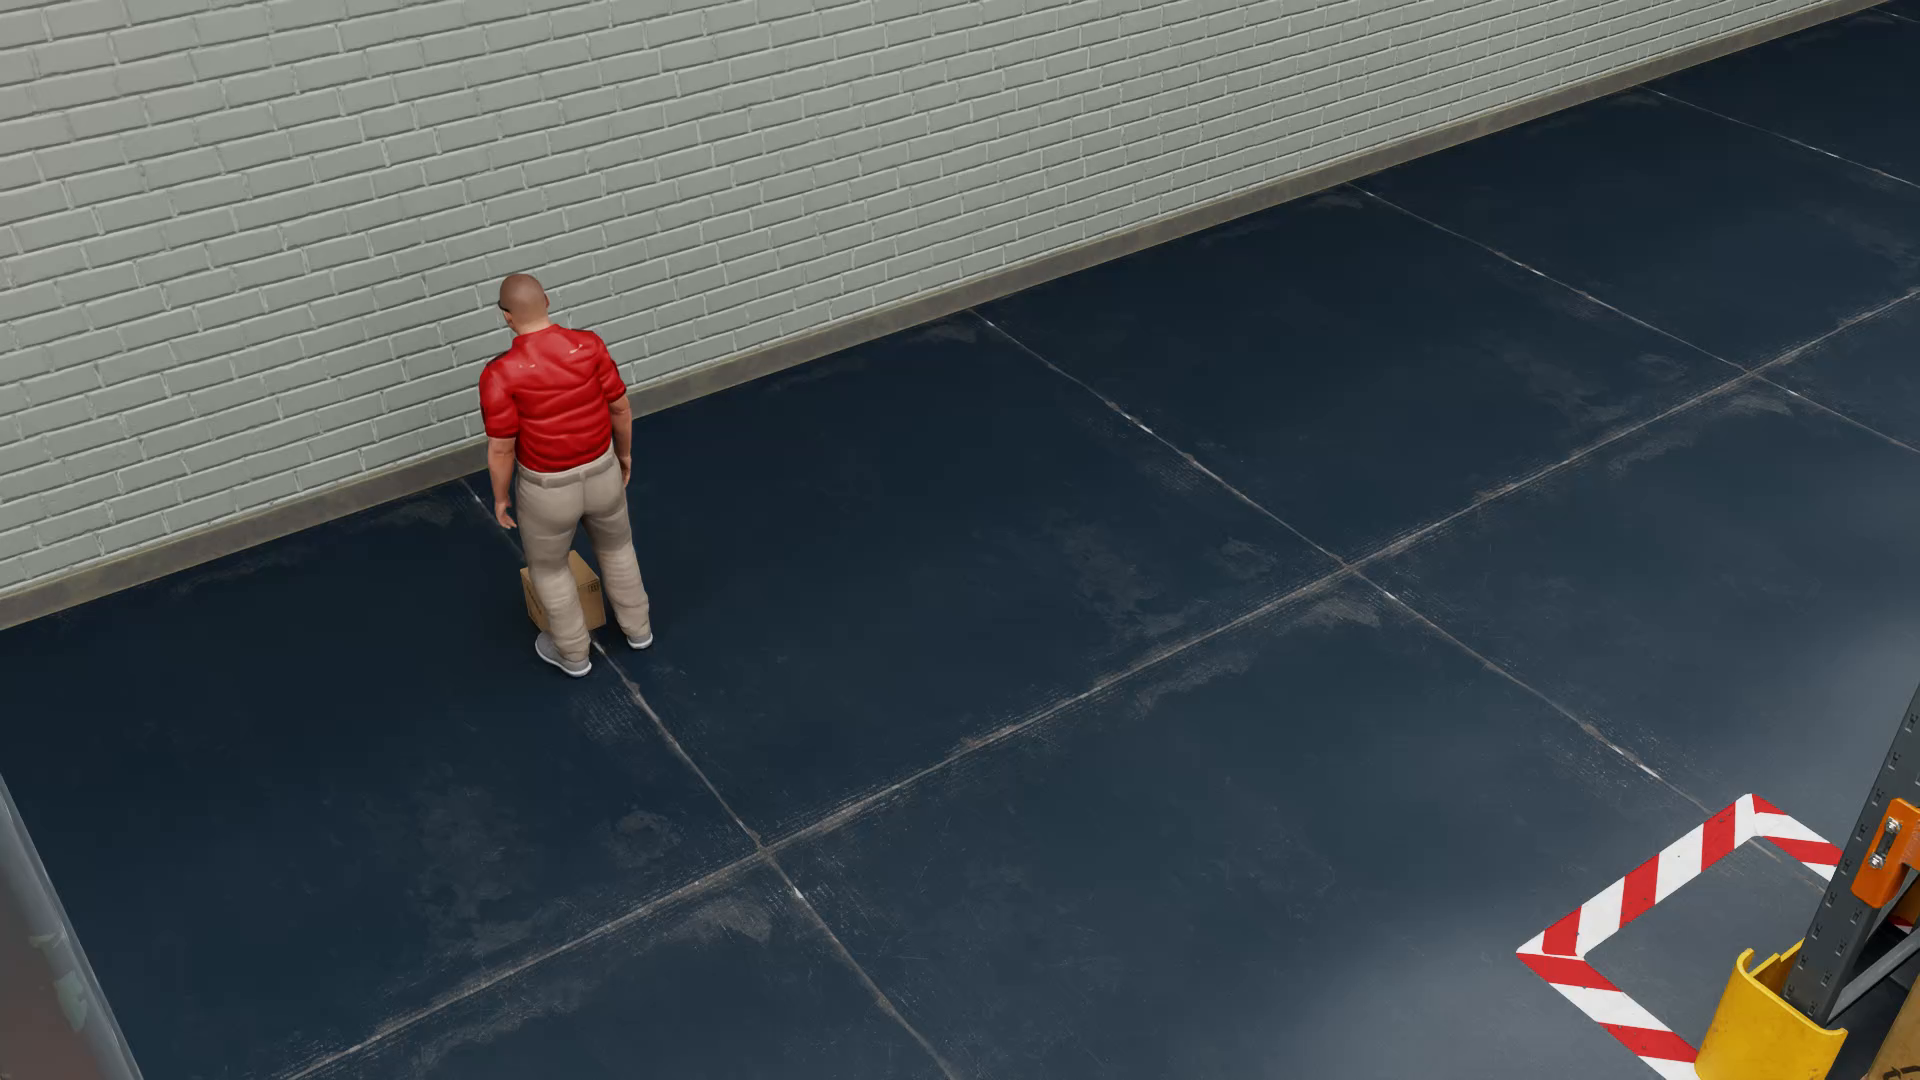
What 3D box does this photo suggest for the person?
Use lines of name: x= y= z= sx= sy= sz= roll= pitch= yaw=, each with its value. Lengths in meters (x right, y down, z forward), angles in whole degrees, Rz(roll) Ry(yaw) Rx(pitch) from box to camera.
person: x=-1.538 y=-0.234 z=6.481 sx=0.590 sy=1.726 sz=0.388 roll=-23 pitch=42 yaw=-28
